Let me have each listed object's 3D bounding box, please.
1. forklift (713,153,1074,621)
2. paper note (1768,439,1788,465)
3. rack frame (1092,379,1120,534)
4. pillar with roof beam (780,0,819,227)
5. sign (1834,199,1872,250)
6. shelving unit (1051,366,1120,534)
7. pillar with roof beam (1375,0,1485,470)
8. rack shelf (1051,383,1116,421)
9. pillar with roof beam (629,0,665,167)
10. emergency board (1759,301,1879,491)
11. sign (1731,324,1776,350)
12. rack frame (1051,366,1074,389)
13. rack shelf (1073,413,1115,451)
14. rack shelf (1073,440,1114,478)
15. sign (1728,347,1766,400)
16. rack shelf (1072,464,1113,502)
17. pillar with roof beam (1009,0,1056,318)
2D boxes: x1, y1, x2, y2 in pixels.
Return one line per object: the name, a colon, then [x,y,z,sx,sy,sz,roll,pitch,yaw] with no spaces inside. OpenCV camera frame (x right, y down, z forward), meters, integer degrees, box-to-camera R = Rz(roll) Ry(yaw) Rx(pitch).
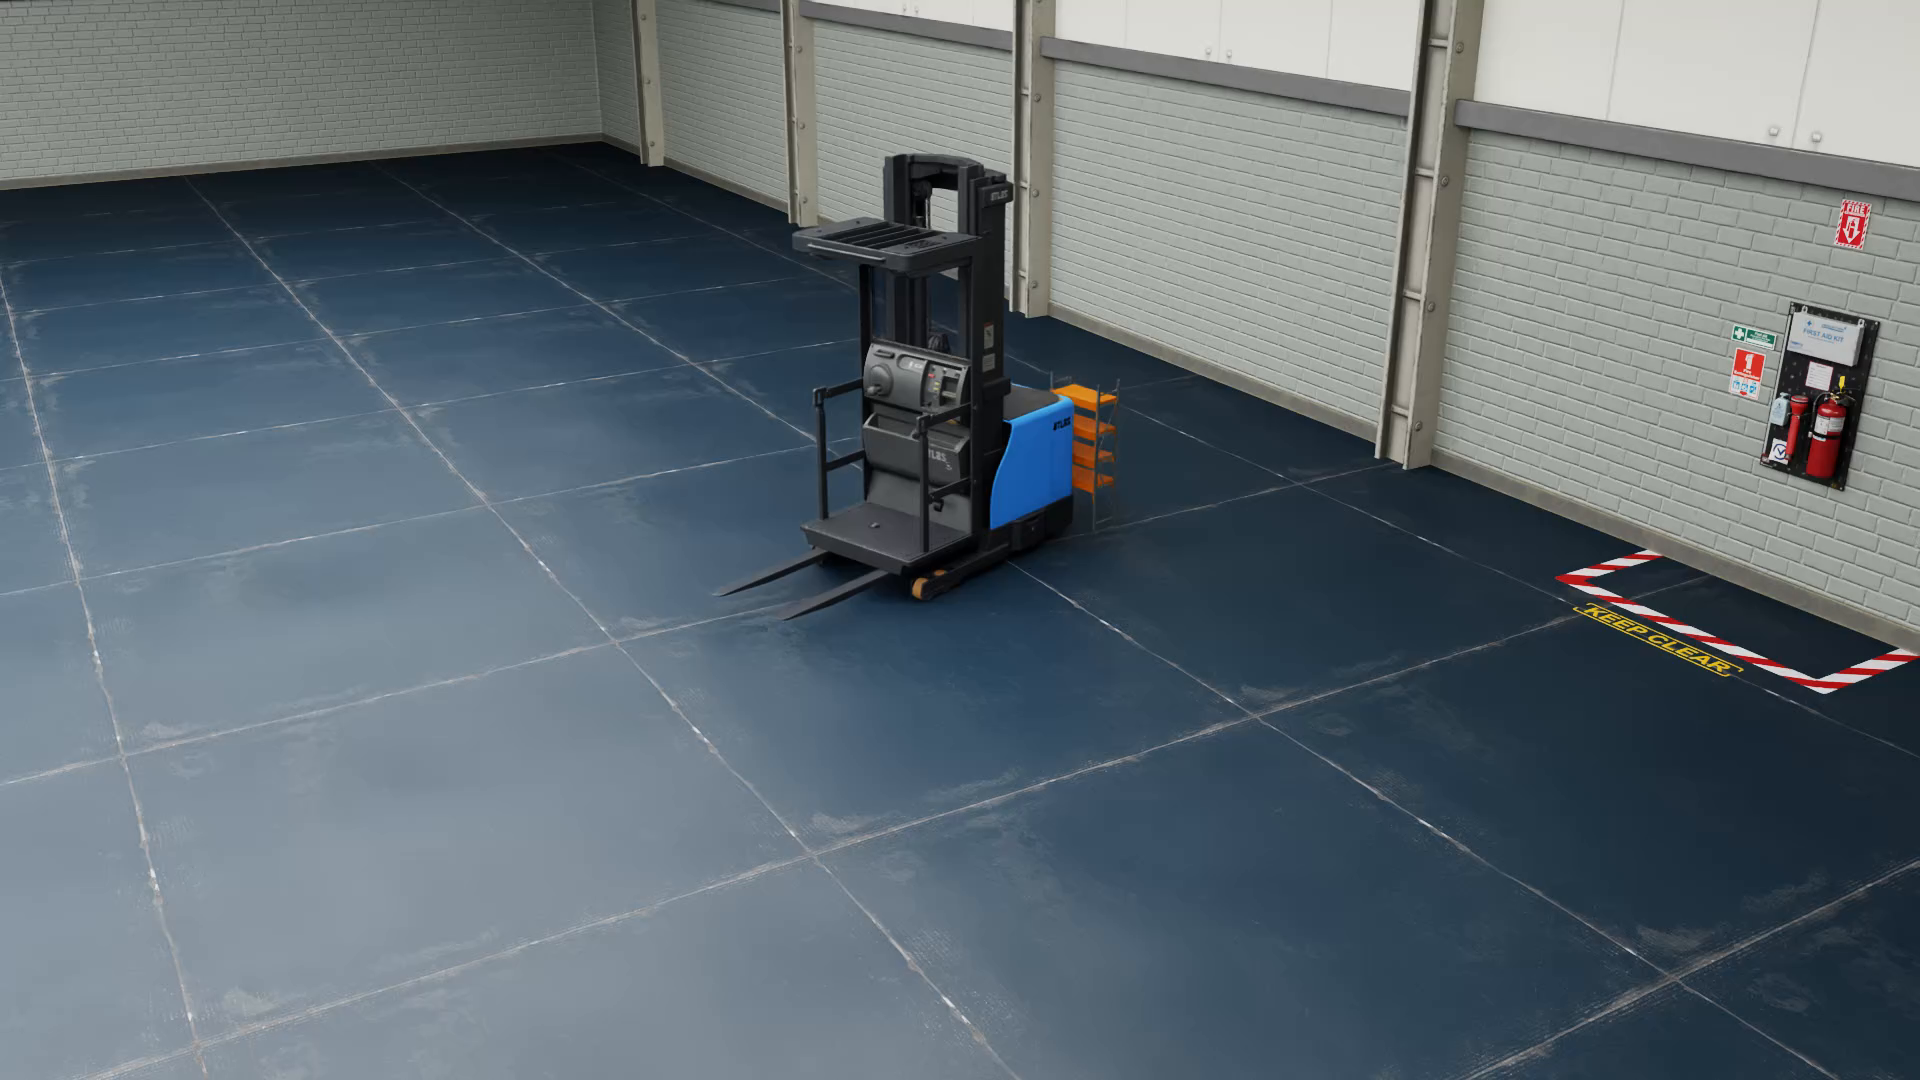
forklift: [-0.454,-1.138,11.718,1.130,2.935,3.031,18,28,37]
paper note: [5.676,-0.613,11.506,0.016,0.148,0.142,-13,25,-28]
rack frame: [1.123,-0.633,12.774,0.240,1.200,0.015,-19,29,-39]
pillar with roof beam: [-5.959,-7.921,20.349,9.100,9.000,0.400,-13,25,-28]
sign: [5.789,-2.046,10.783,0.001,0.298,0.199,-13,25,-28]
shelving unit: [0.959,-0.701,12.941,0.258,1.200,0.503,-19,29,-39]
pillar with roof beam: [0.171,-4.037,10.792,9.100,9.000,0.400,-13,25,-28]
rack shelf: [0.959,-1.065,12.794,0.258,0.148,0.480,-19,29,-39]
pillar with roof beam: [-9.024,-9.863,25.127,9.100,9.000,0.400,-13,25,-28]
emergency board: [5.707,-0.950,11.166,0.194,1.169,0.643,-13,25,-28]
sign: [5.508,-1.408,11.541,0.001,0.109,0.331,-13,25,-28]
rack frame: [0.794,-0.769,13.108,0.240,1.200,0.015,-19,29,-39]
rack shelf: [0.959,-0.846,12.883,0.258,0.148,0.480,-19,29,-39]
rack shelf: [0.958,-0.638,12.966,0.258,0.148,0.480,-19,29,-39]
sign: [5.513,-1.166,11.649,0.001,0.329,0.234,-13,25,-28]
rack shelf: [0.958,-0.454,13.041,0.258,0.148,0.480,-19,29,-39]
pillar with roof beam: [-2.894,-5.979,15.570,9.100,9.000,0.400,-13,25,-28]
